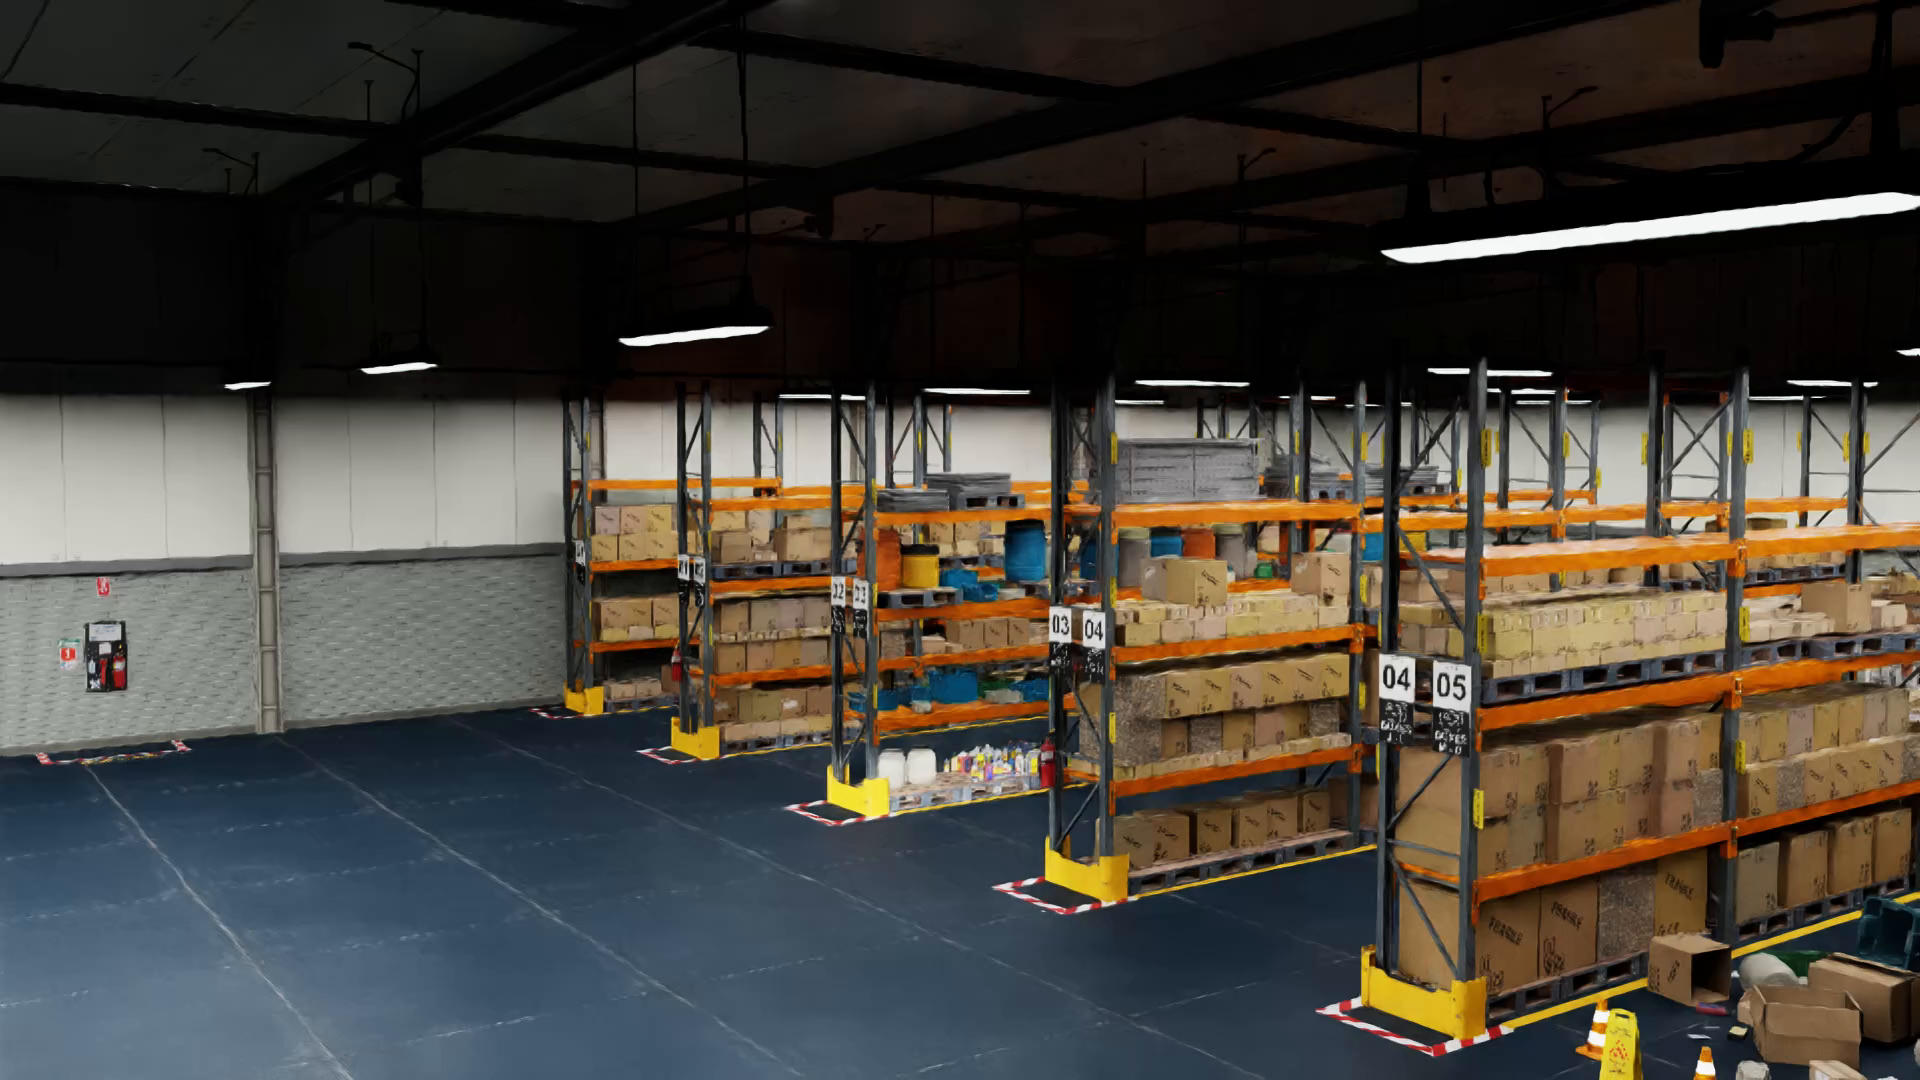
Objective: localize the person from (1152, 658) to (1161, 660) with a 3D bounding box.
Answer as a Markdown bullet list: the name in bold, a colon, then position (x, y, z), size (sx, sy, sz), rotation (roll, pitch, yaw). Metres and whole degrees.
- **person**: position (3.352, 2.450, 29.031), size (0.542, 1.715, 0.682), rotation (-3, 5, -36)

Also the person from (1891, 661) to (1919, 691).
- **person**: position (15.016, 2.603, 26.365), size (1.123, 1.709, 0.553), rotation (-2, 4, -33)

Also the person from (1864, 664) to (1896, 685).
- **person**: position (16.373, 2.434, 29.619), size (0.540, 1.646, 0.912), rotation (2, 4, 28)
